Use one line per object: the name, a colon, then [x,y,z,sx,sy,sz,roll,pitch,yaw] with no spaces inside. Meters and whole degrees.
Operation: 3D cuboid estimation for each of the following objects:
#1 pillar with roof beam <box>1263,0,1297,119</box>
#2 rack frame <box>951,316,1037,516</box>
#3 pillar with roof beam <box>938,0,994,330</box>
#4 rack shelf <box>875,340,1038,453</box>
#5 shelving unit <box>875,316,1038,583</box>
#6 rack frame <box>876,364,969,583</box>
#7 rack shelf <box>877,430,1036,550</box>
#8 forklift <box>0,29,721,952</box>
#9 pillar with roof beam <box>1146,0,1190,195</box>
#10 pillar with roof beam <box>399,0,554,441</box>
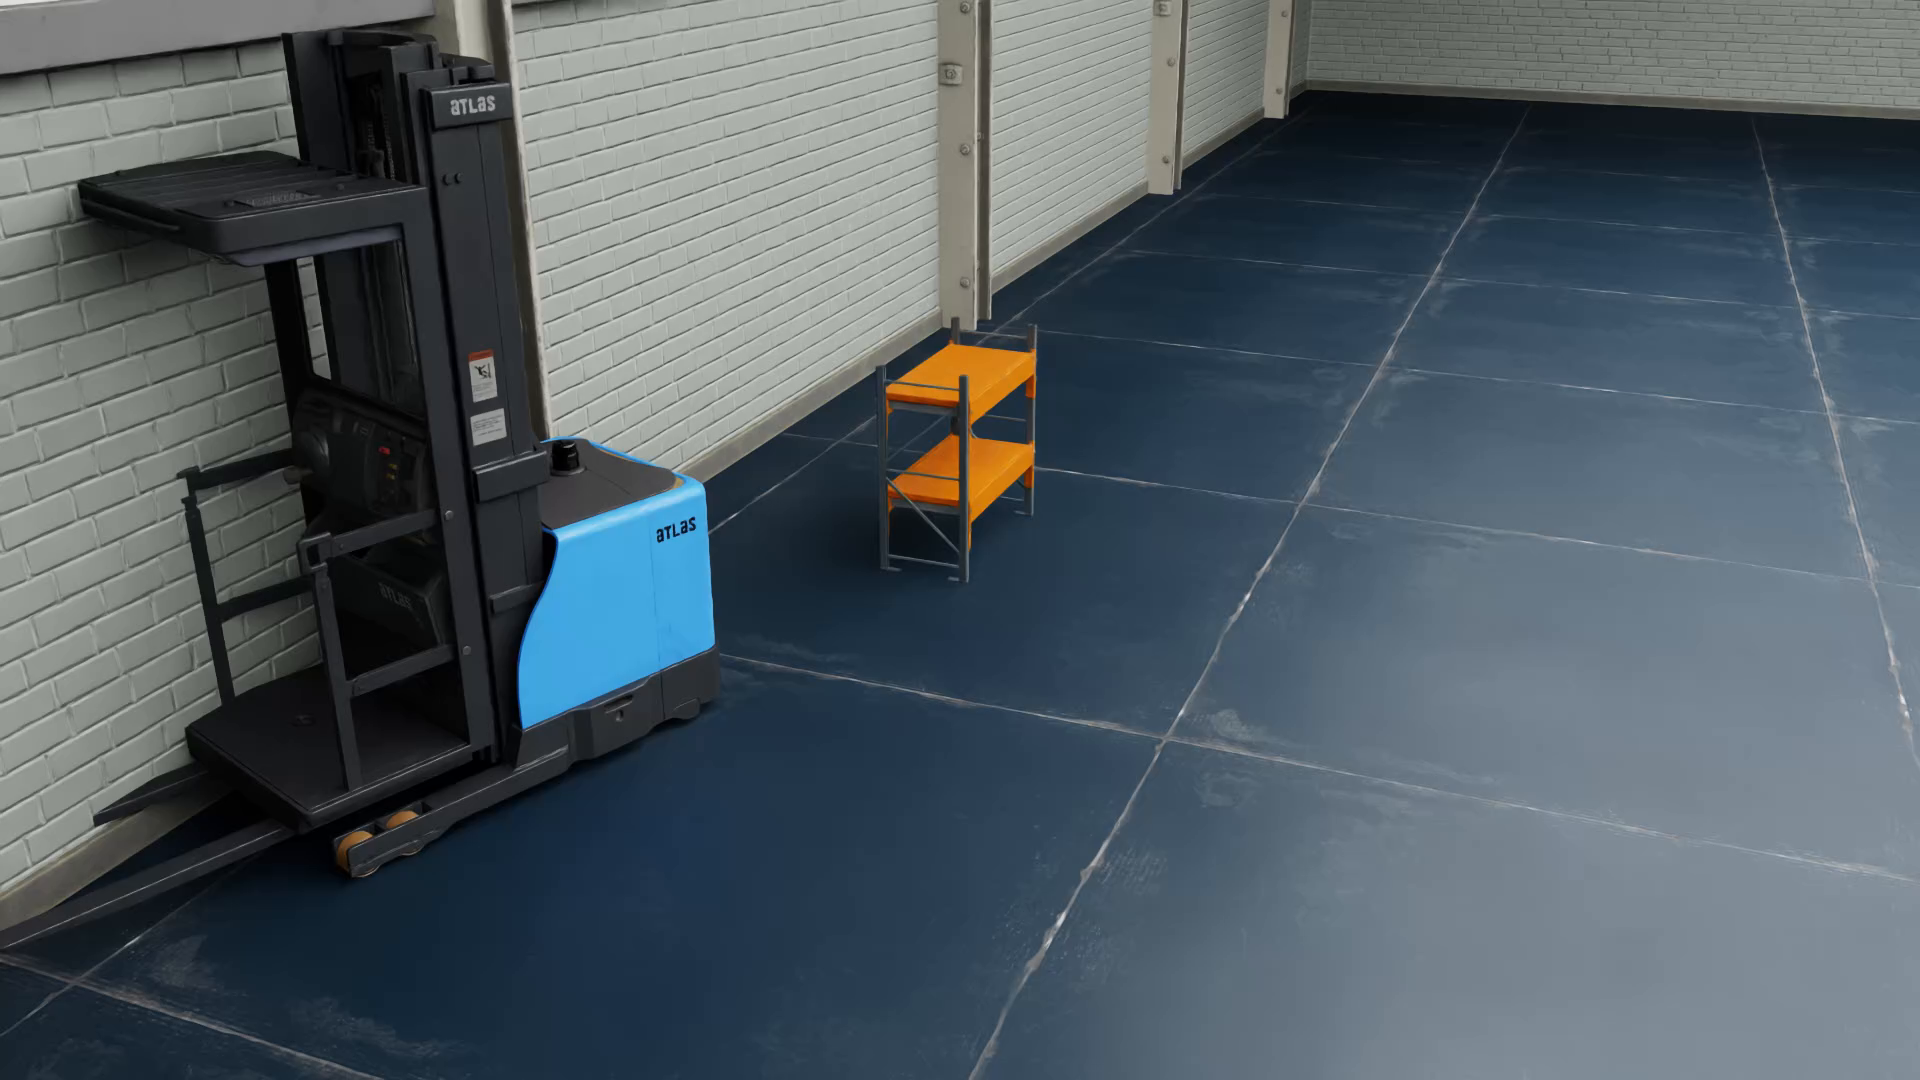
pillar with roof beam: [8.496,-9.591,20.536,9.100,9.000,0.400,9,24,20]
rack frame: [0.186,-0.699,9.463,0.500,1.125,0.032,9,24,20]
pillar with roof beam: [4.039,-5.297,10.255,9.100,9.000,0.400,9,24,20]
rack shelf: [-0.003,-0.787,8.915,0.538,0.278,1.000,9,24,20]
shelving unit: [-0.003,-0.517,9.027,0.538,1.125,1.048,9,24,20]
rack frame: [-0.191,-0.335,8.592,0.500,1.125,0.032,9,24,20]
rack shelf: [-0.003,-0.291,9.122,0.538,0.278,1.000,9,24,20]
forklift: [-2.427,-0.312,6.193,1.130,2.935,3.031,19,29,38]
pillar with roof beam: [6.267,-7.444,15.396,9.100,9.000,0.400,9,24,20]
pillar with roof beam: [1.810,-3.150,5.115,9.100,9.000,0.400,9,24,20]
